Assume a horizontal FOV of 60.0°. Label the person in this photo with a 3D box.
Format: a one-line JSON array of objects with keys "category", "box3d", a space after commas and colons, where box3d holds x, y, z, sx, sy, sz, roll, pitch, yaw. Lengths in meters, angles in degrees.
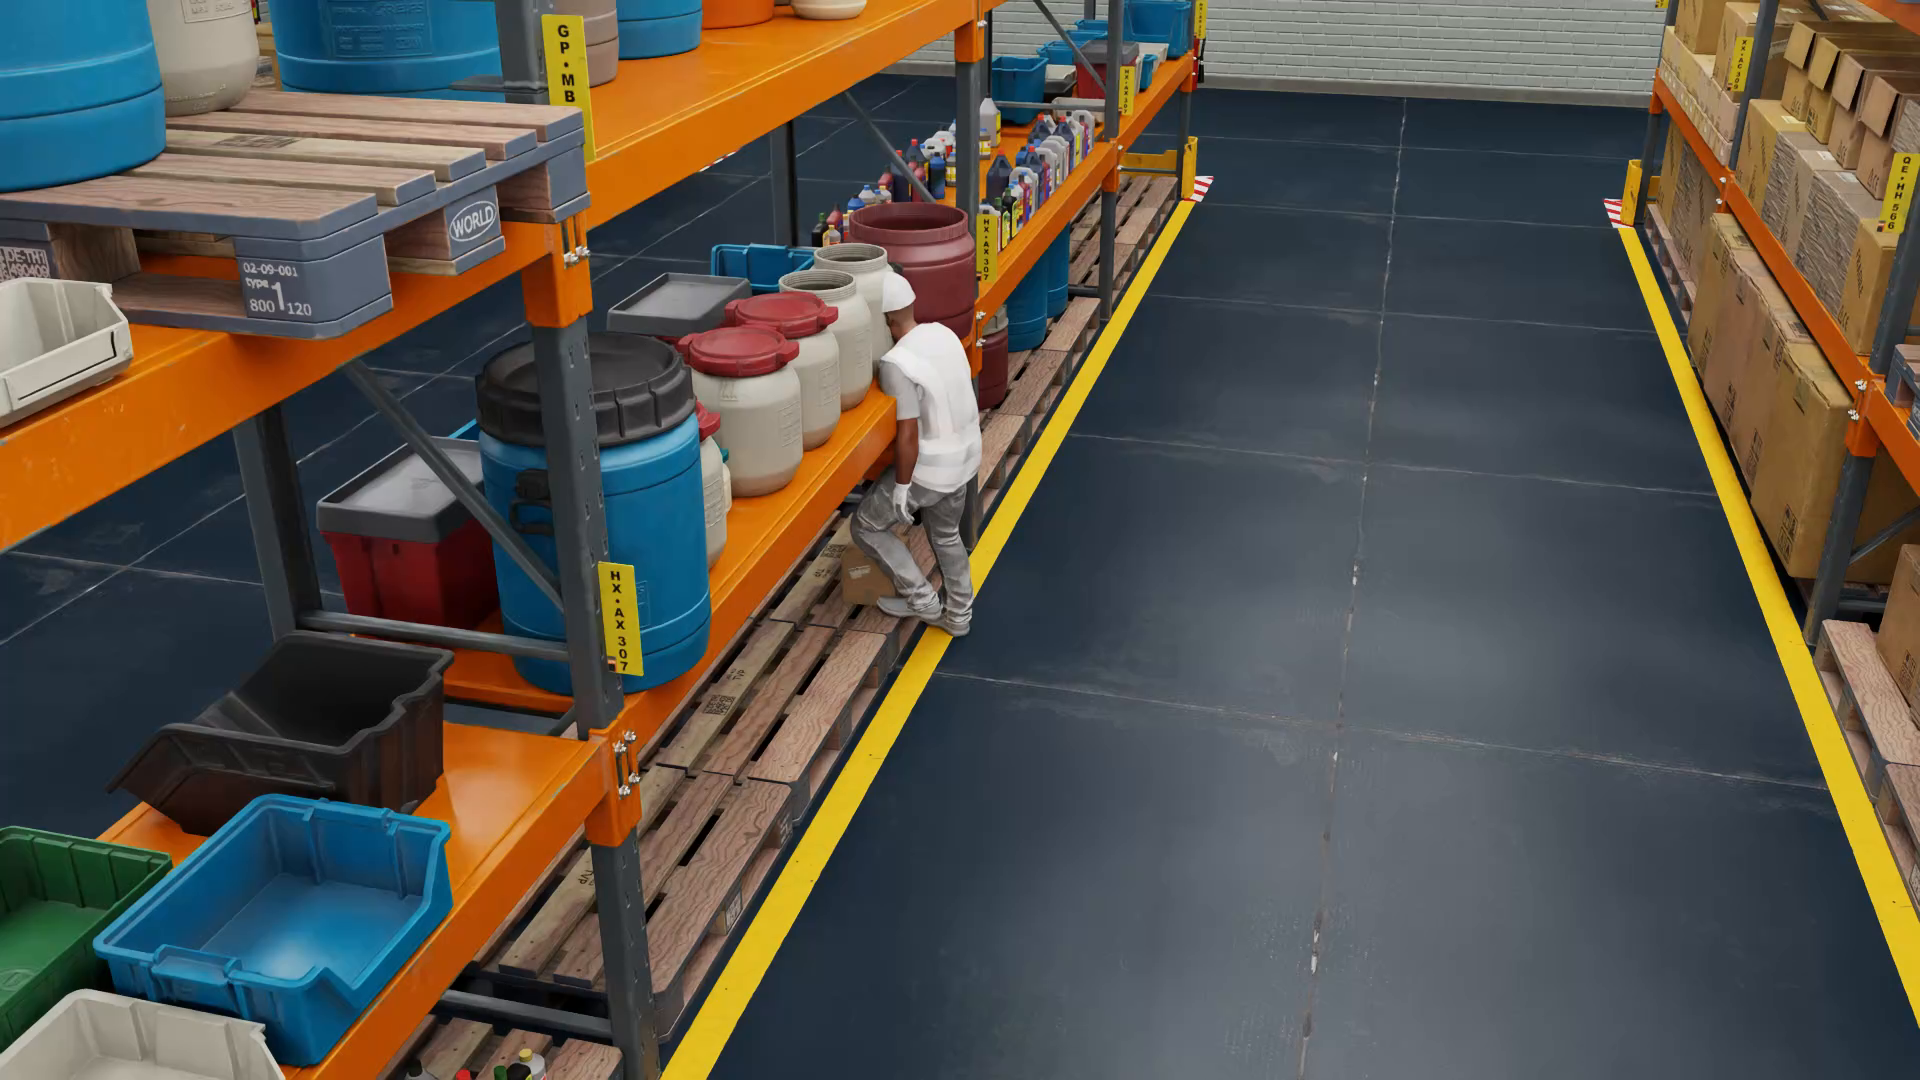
[{"category": "person", "box3d": [-0.187, -0.319, 7.305, 0.538, 1.750, 0.619, 13, 28, 25]}]
